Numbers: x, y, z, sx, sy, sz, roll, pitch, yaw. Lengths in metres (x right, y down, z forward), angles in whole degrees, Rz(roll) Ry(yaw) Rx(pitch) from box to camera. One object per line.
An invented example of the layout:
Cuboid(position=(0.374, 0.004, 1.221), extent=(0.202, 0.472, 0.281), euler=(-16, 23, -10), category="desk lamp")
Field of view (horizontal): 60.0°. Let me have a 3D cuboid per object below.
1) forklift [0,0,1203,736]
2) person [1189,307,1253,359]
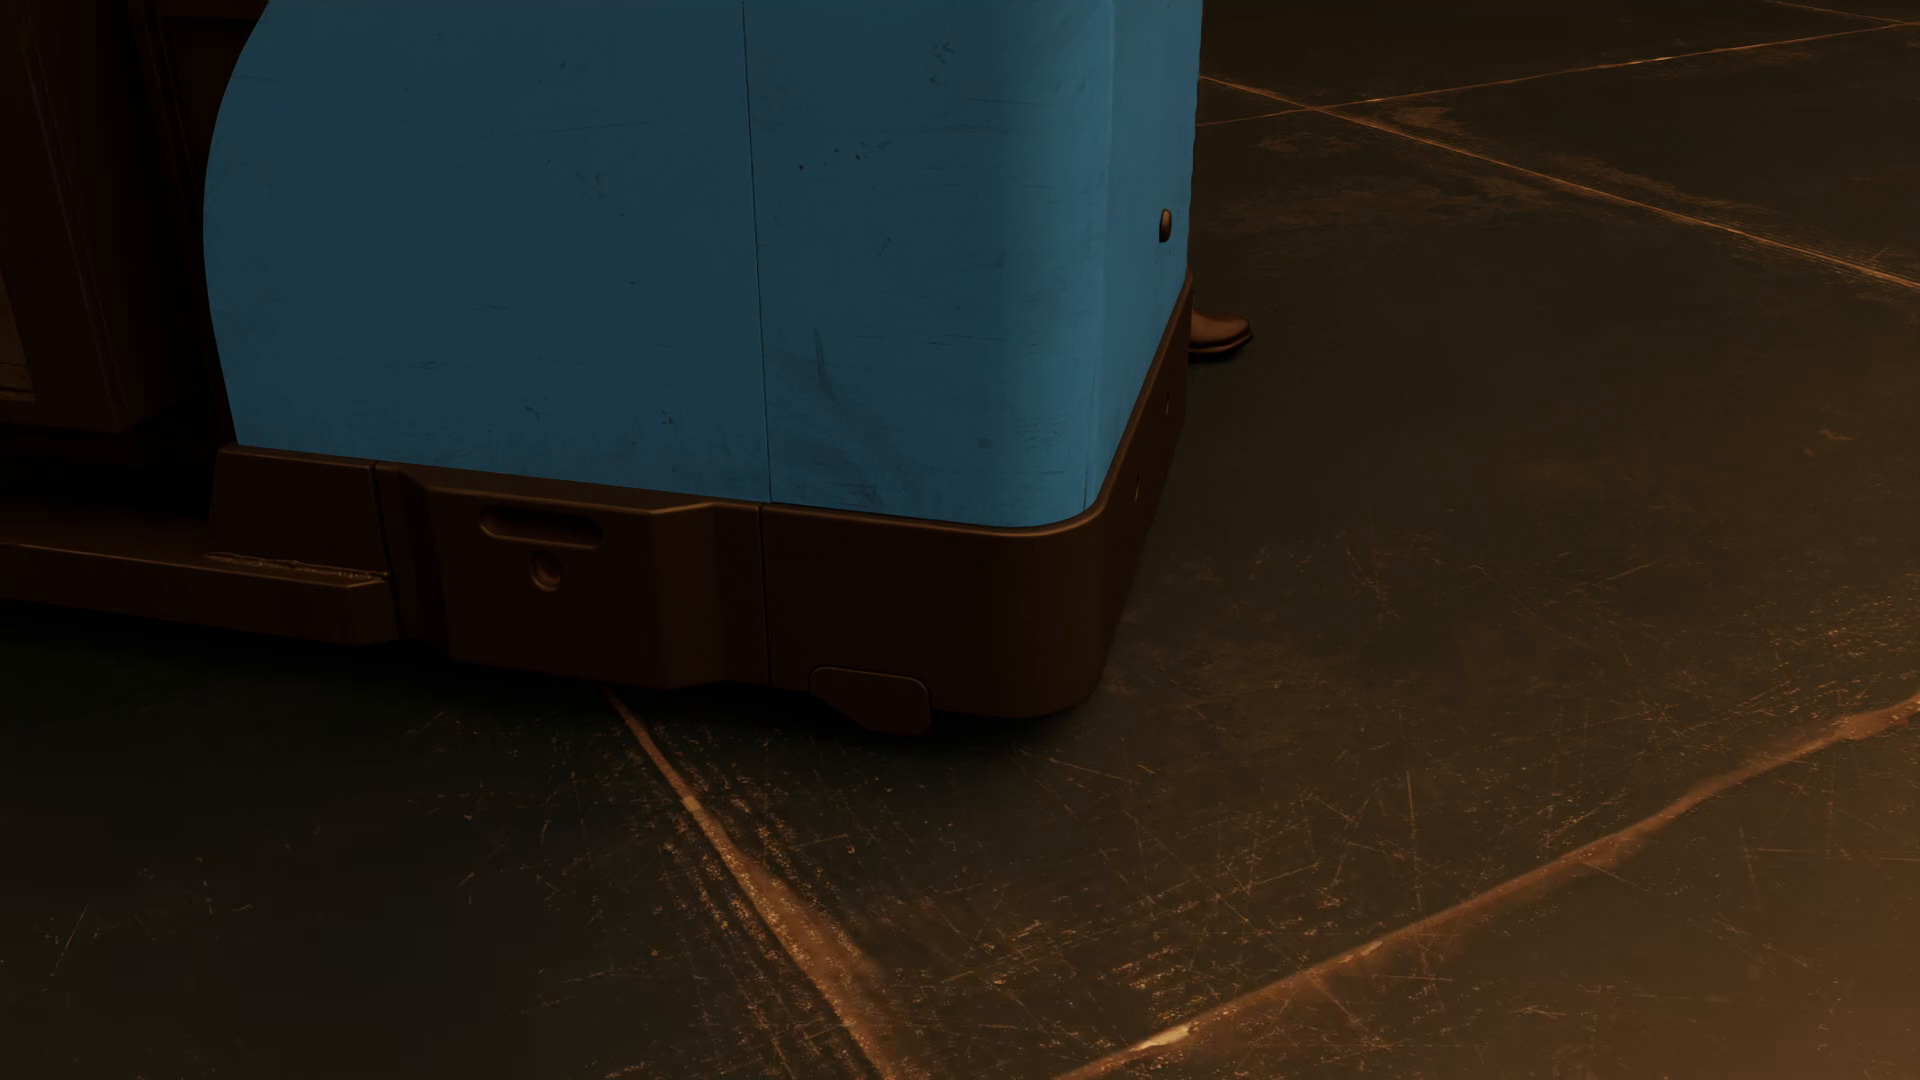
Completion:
Cuboid(position=(-1.204, -1.419, 2.058), extent=(3.031, 2.935, 1.130), euler=(6, 28, 12), category="forklift")
Cuboid(position=(0.214, -1.269, 3.352), extent=(0.709, 1.484, 1.199), euler=(0, 27, 0), category="person")
